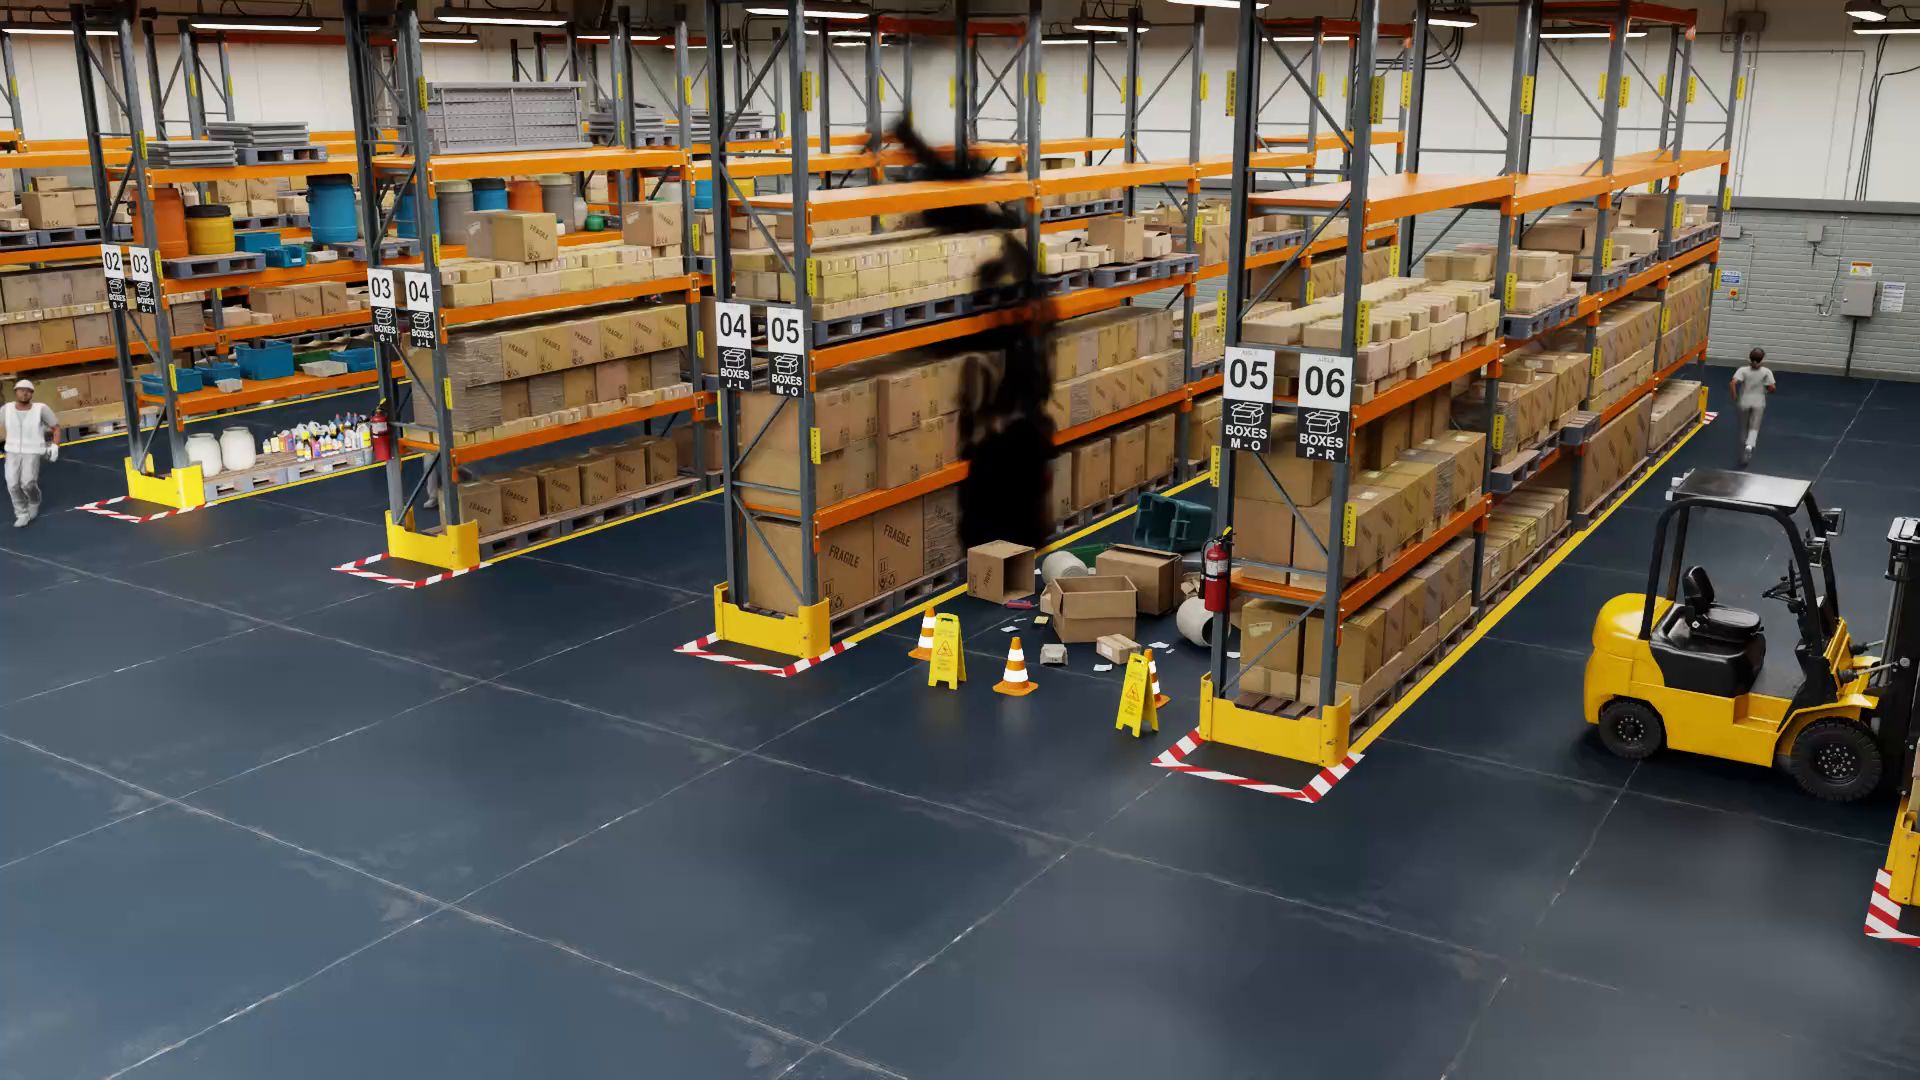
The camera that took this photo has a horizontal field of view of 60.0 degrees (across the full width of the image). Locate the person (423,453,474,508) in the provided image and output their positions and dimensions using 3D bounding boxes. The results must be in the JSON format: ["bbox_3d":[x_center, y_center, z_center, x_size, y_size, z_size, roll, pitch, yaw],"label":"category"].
[{"bbox_3d":[-6.454,-1.282,20.700,0.588,1.669,0.834,6,17,22],"label":"person"}]

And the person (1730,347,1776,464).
[{"bbox_3d":[10.735,-1.795,22.586,0.570,1.650,0.924,8,17,27],"label":"person"}]

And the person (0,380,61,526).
[{"bbox_3d":[-11.092,-1.024,19.713,0.744,1.722,0.520,-3,16,-11],"label":"person"}]
